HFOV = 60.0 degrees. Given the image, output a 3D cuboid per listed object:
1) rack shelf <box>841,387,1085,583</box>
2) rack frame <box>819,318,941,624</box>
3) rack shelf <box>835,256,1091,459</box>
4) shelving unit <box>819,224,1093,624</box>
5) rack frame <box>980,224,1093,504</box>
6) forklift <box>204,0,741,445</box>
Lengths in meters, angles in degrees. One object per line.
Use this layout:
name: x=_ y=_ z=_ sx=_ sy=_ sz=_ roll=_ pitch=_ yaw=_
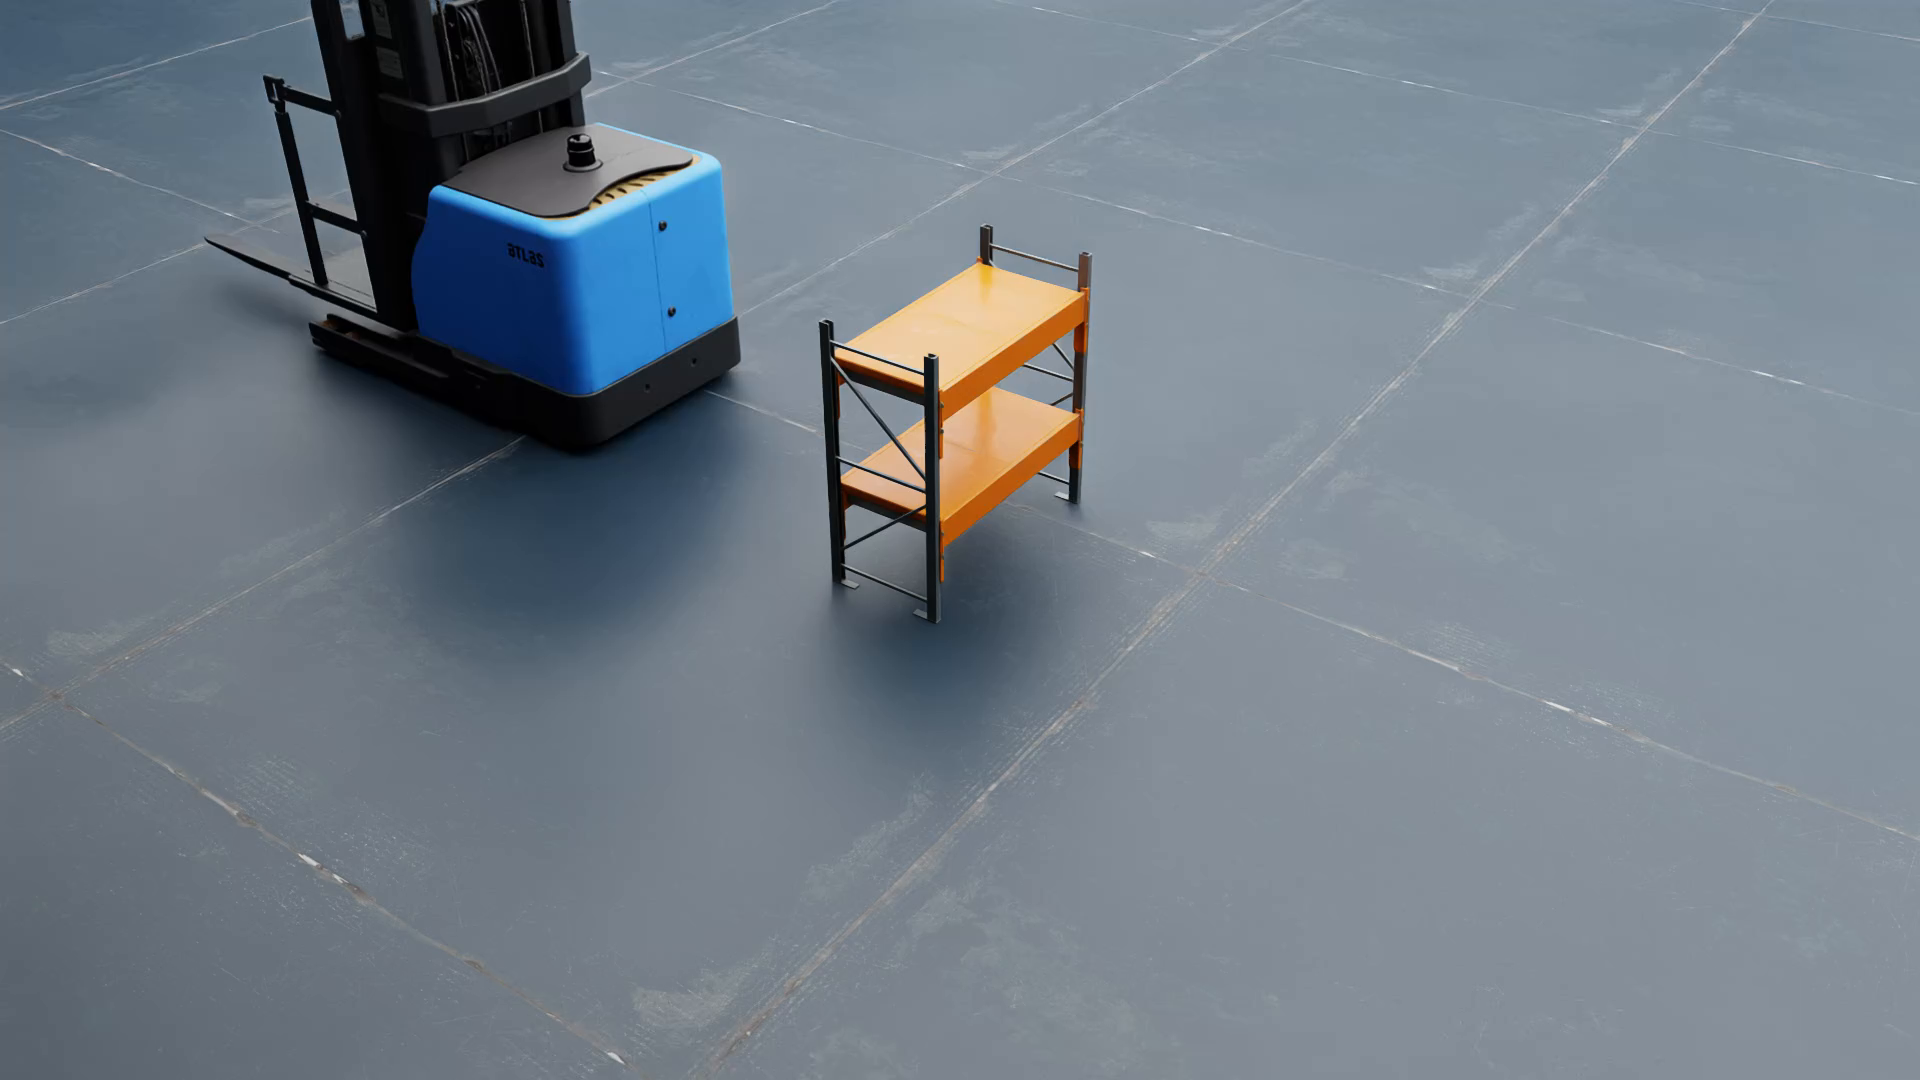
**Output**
rack shelf: x=0.004 y=-0.267 z=6.576 sx=0.538 sy=0.278 sz=1.000 roll=21 pitch=39 yaw=28
rack frame: x=-0.286 y=-0.235 z=6.094 sx=0.500 sy=1.125 sz=0.032 roll=21 pitch=39 yaw=28
rack shelf: x=0.004 y=-0.712 z=6.276 sx=0.538 sy=0.278 sz=1.000 roll=21 pitch=39 yaw=28
shelving unit: x=0.004 y=-0.469 z=6.439 sx=0.538 sy=1.125 sz=1.048 roll=21 pitch=39 yaw=28
rack frame: x=0.294 y=-0.703 z=6.785 sx=0.500 sy=1.125 sz=0.032 roll=21 pitch=39 yaw=28
forklift: x=-2.534 y=-2.276 z=7.499 sx=3.031 sy=2.935 sz=1.130 roll=22 pitch=40 yaw=29
